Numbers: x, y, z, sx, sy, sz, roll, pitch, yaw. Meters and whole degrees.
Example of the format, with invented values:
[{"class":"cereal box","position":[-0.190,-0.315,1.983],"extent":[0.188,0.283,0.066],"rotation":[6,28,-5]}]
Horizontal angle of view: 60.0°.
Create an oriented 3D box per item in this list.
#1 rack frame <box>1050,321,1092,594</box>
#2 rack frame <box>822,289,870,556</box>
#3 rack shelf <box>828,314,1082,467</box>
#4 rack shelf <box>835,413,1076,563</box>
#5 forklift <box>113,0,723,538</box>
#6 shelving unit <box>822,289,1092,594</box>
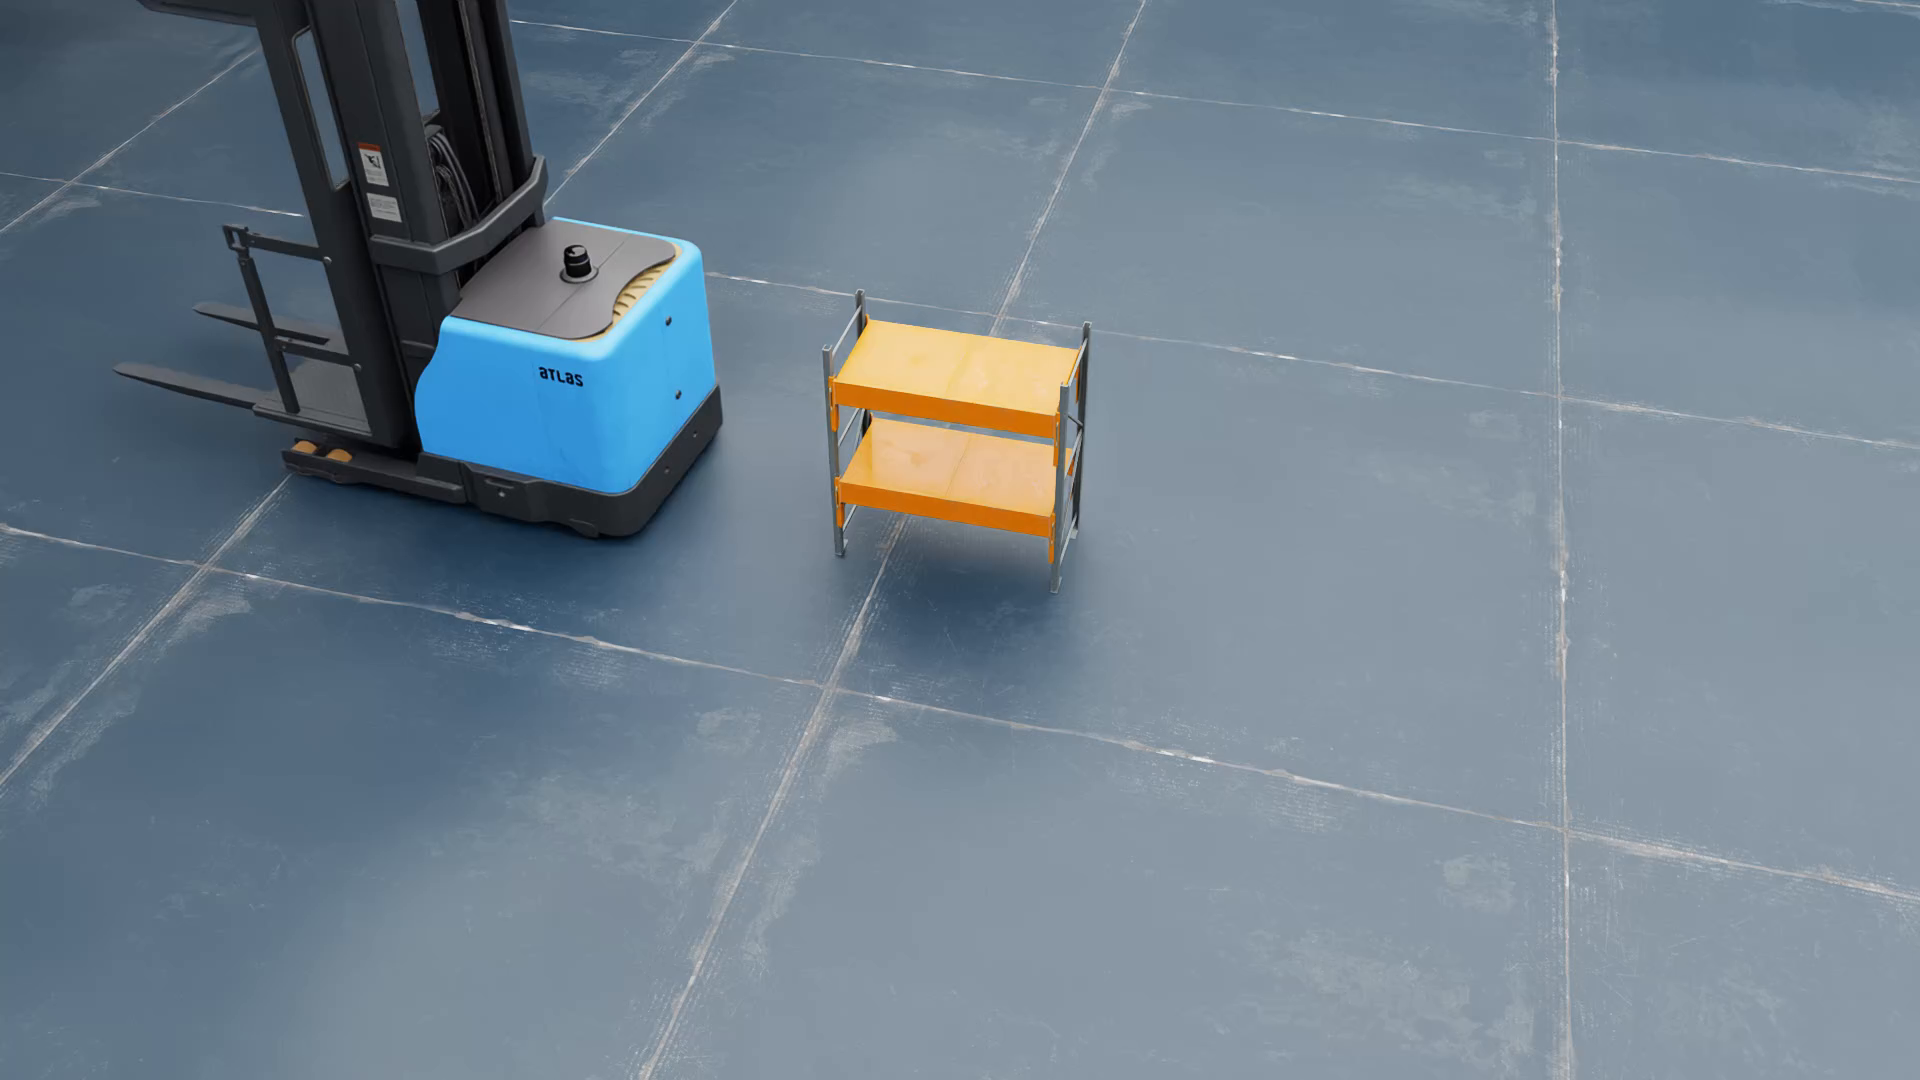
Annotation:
[{"class":"rack frame","position":[0.485,-0.347,7.289],"extent":[0.032,1.125,0.500],"rotation":[10,41,11]},{"class":"rack frame","position":[-0.498,-0.516,7.490],"extent":[0.032,1.125,0.500],"rotation":[10,41,11]},{"class":"rack shelf","position":[-0.007,-0.656,7.201],"extent":[1.000,0.278,0.538],"rotation":[10,41,11]},{"class":"rack shelf","position":[-0.007,-0.245,7.547],"extent":[1.000,0.278,0.538],"rotation":[10,41,11]},{"class":"forklift","position":[-2.762,-1.703,7.499],"extent":[3.031,2.935,1.130],"rotation":[13,42,15]},{"class":"shelving unit","position":[-0.007,-0.432,7.390],"extent":[1.048,1.125,0.538],"rotation":[10,41,11]}]
